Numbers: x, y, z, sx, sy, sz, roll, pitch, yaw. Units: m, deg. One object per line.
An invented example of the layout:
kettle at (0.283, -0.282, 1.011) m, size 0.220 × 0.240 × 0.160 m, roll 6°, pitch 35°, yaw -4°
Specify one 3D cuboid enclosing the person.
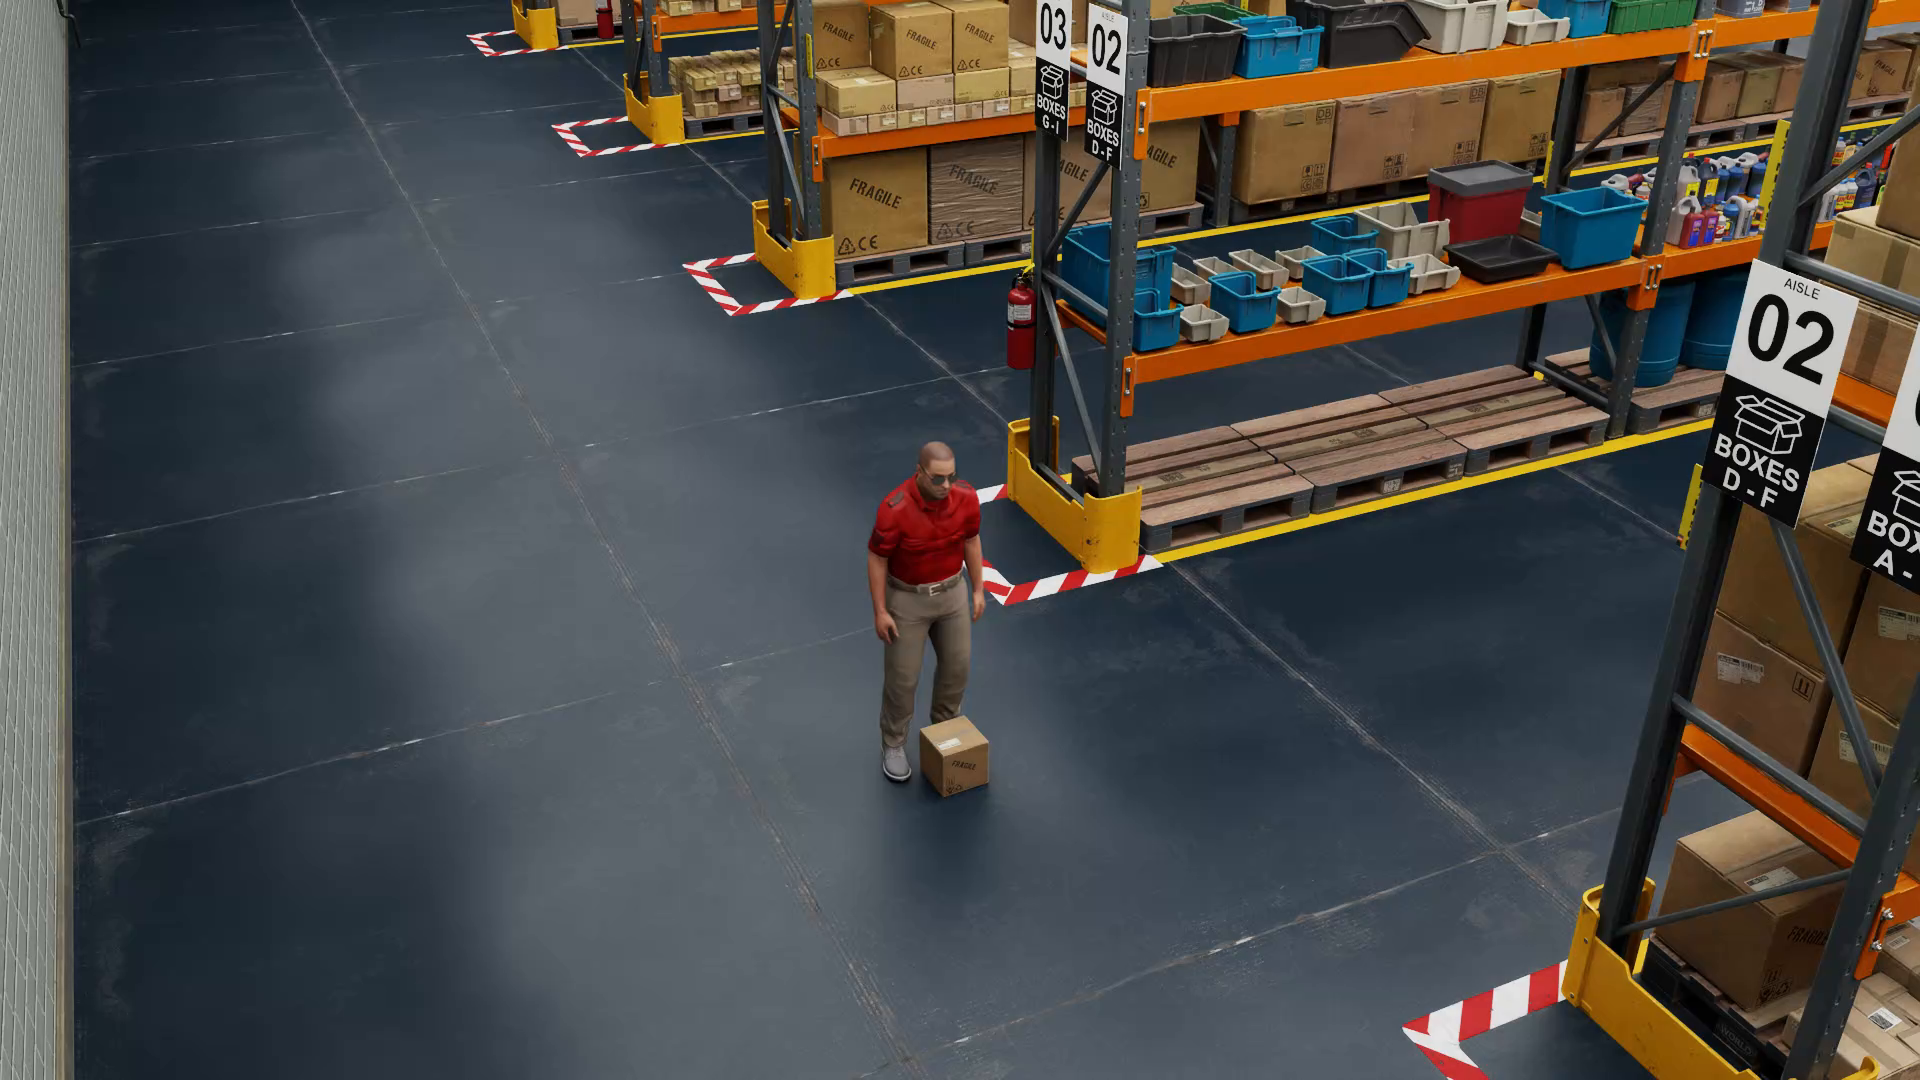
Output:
person at (-0.149, 0.299, 7.934) m, size 0.586 × 1.727 × 0.390 m, roll -13°, pitch 32°, yaw -22°
